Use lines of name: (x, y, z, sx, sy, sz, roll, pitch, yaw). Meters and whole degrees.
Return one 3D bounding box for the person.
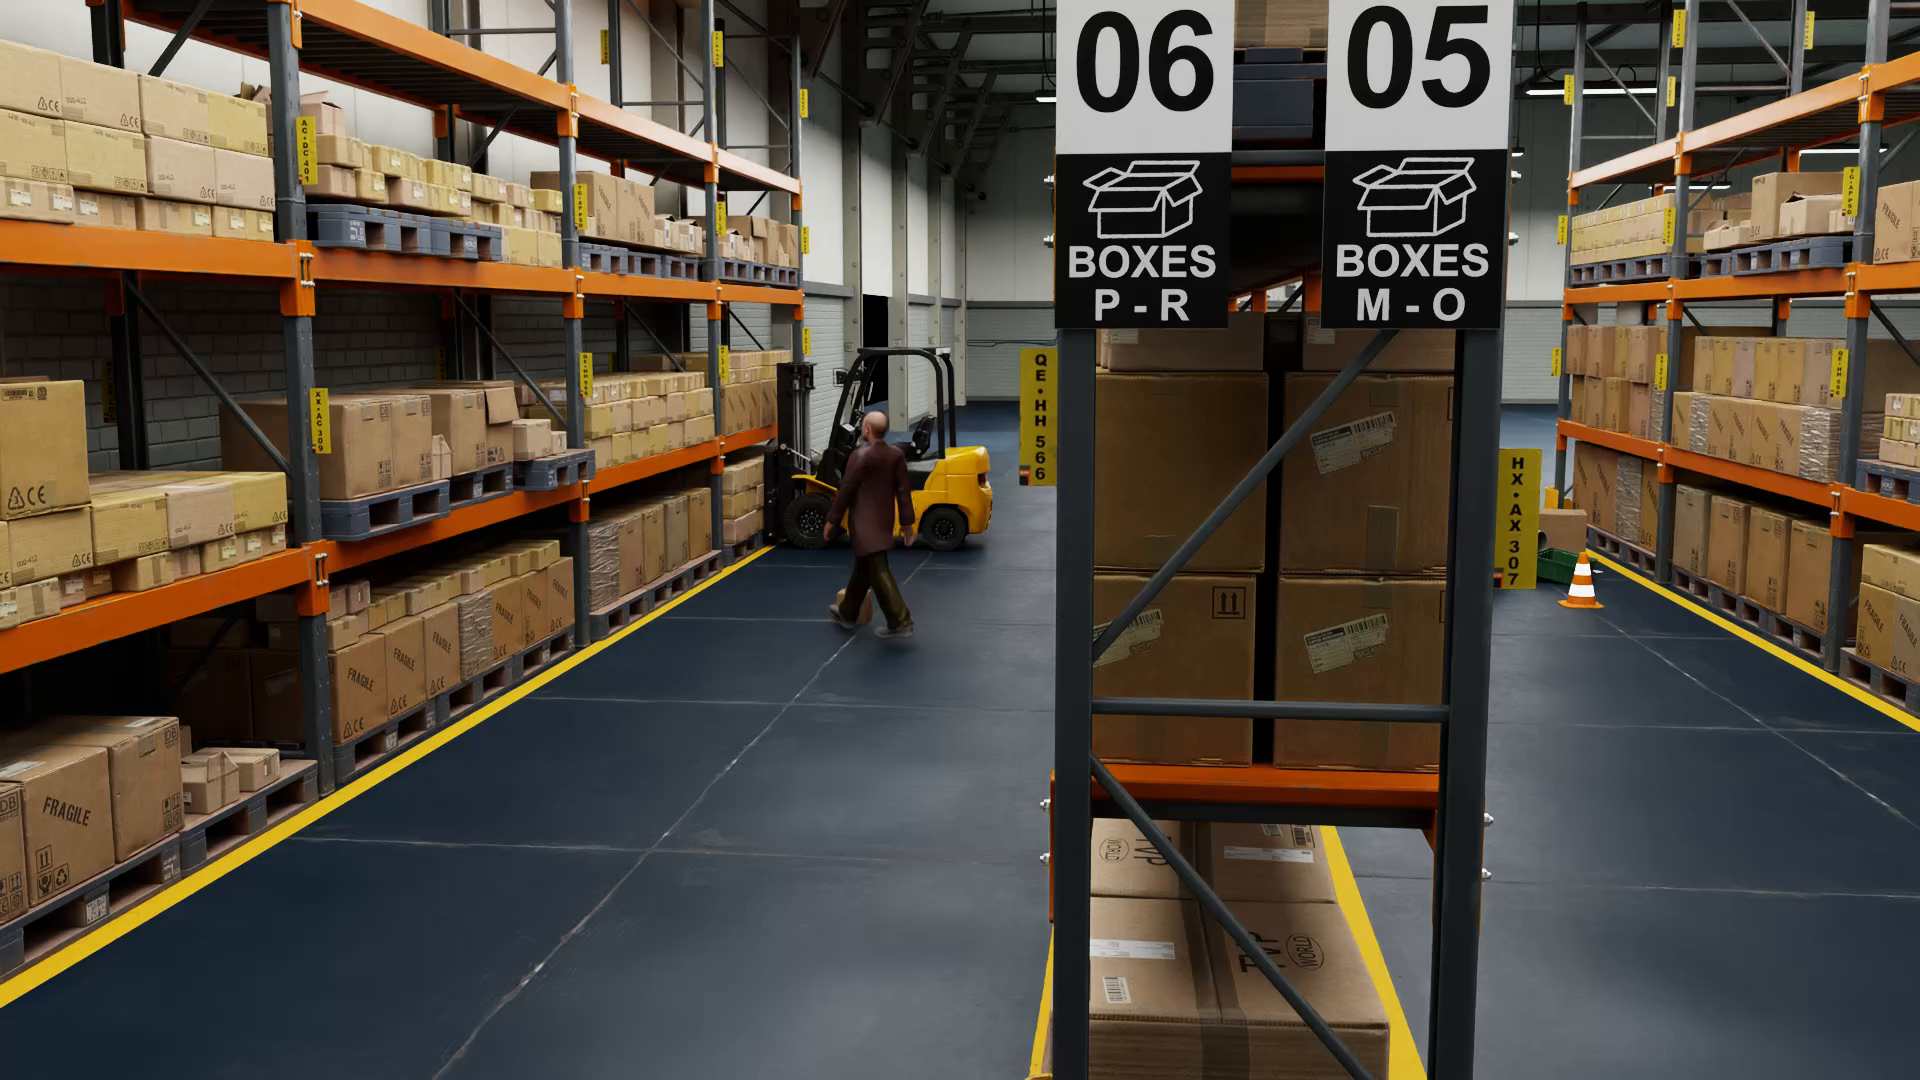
person: (-0.730, -0.131, 12.812, 1.076, 1.728, 0.630, 6, 10, 38)
